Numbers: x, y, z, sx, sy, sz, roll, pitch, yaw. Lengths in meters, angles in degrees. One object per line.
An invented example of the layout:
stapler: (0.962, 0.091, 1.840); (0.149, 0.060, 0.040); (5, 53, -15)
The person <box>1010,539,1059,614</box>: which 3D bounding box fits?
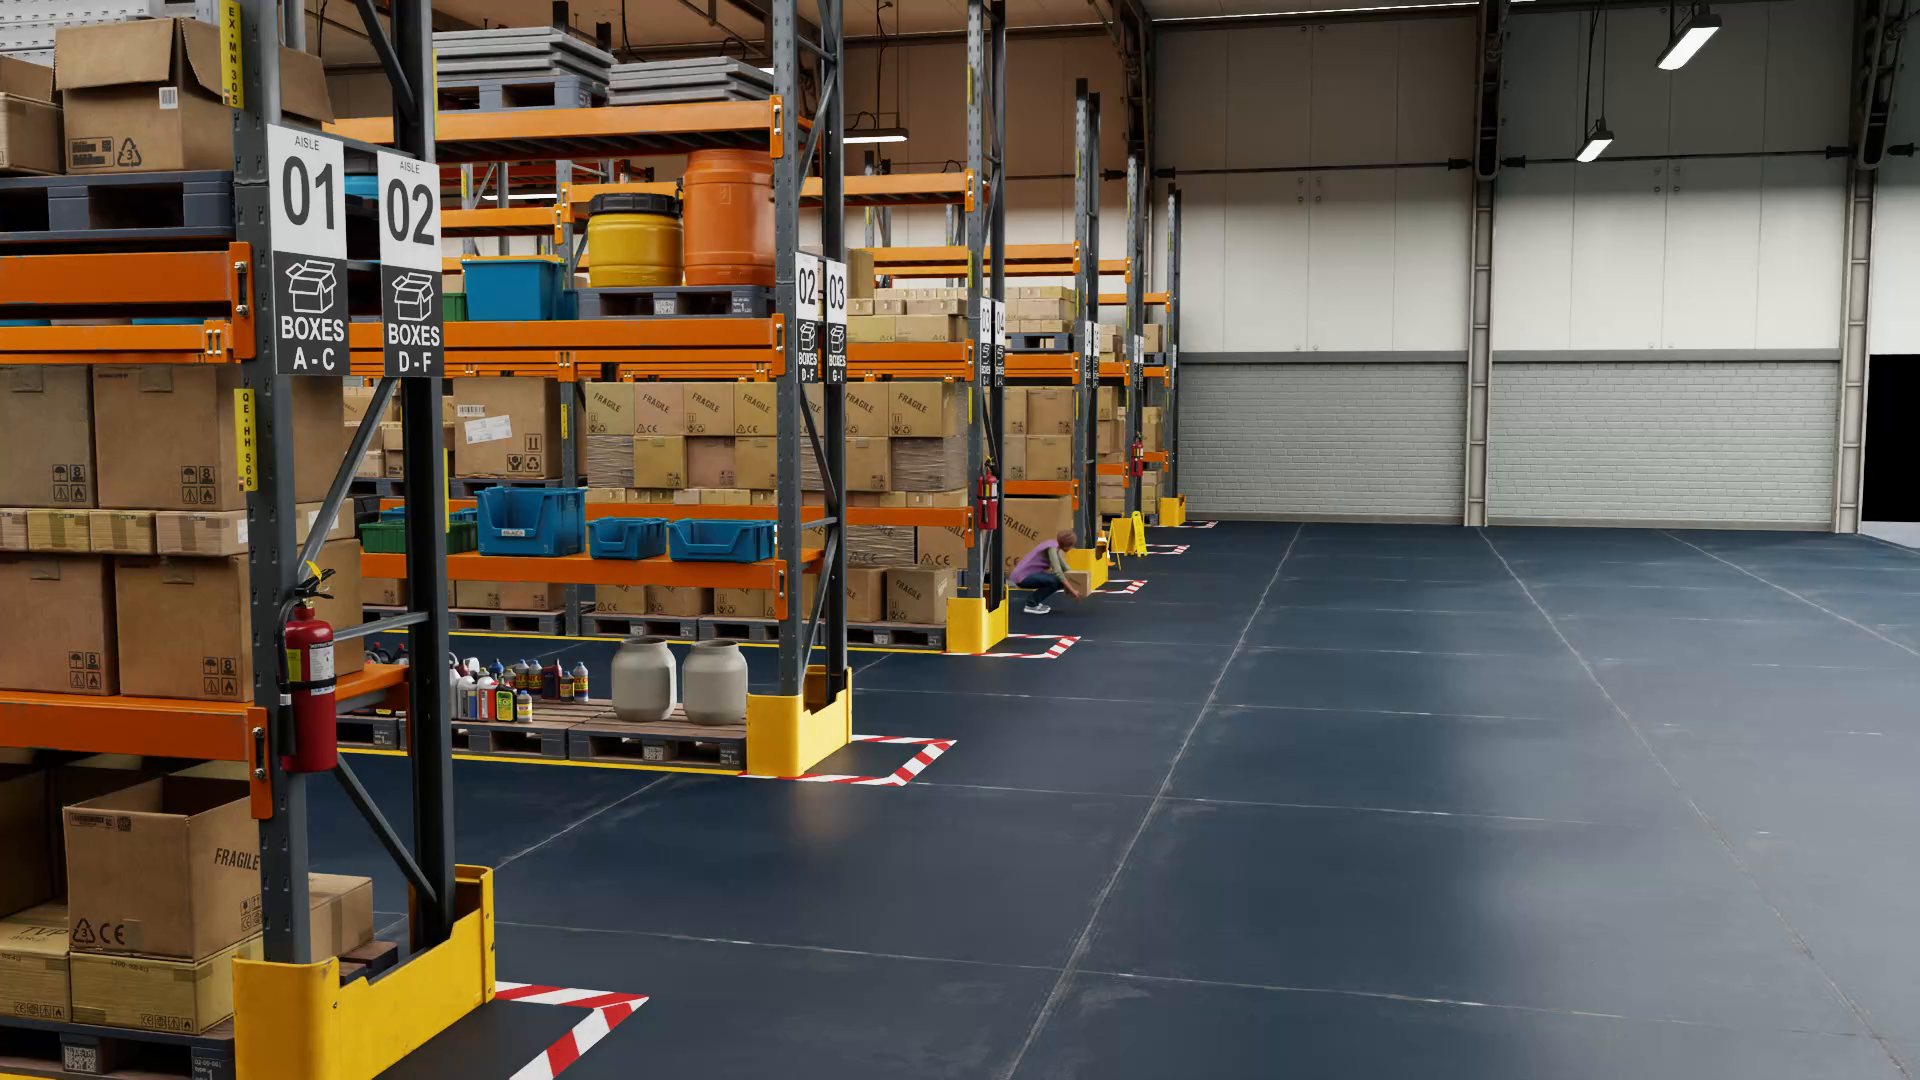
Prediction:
person: (0.809, 0.385, 17.870); (0.535, 0.796, 0.394); (1, 5, 13)
